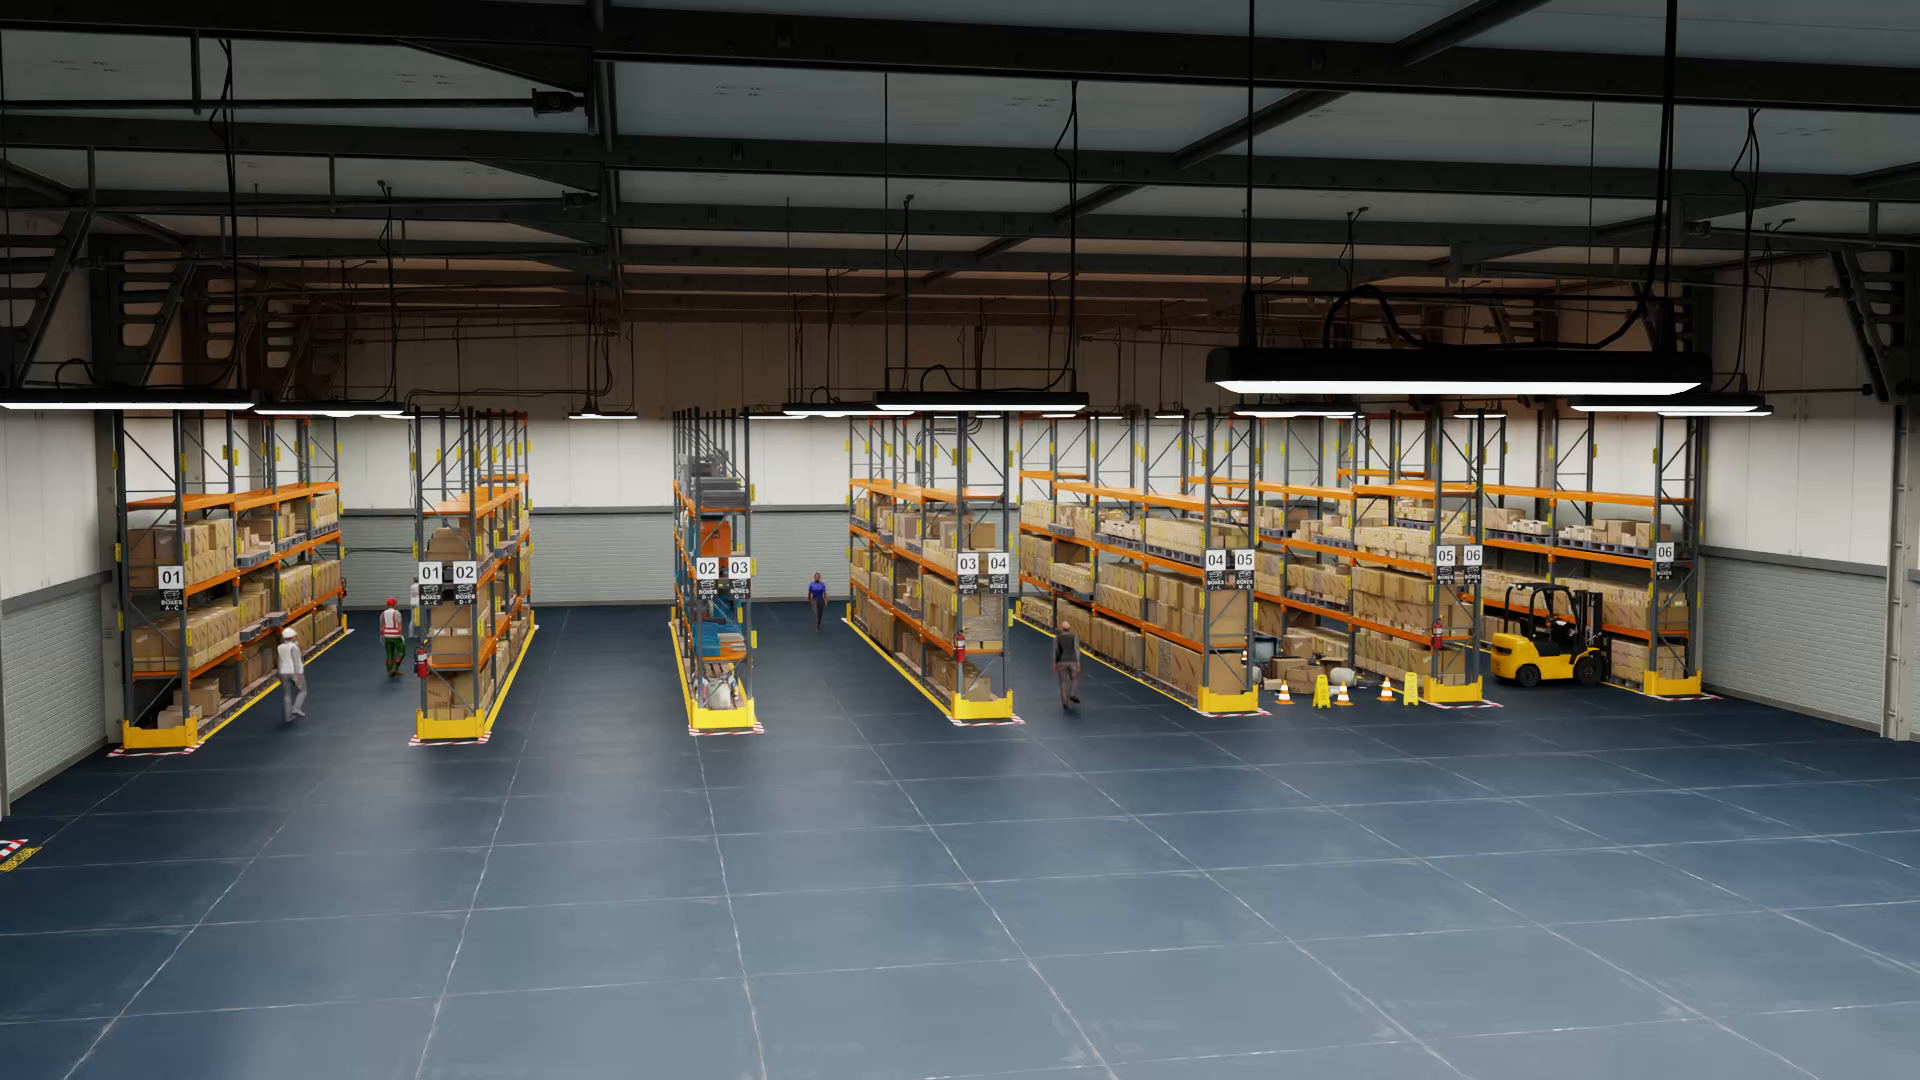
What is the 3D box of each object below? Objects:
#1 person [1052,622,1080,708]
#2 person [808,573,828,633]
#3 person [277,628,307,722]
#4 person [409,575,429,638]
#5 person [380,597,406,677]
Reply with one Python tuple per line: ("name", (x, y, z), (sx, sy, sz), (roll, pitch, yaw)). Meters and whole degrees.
("person", (2.125, 2.489, 33.324), (0.568, 1.706, 0.458), (0, 4, 1))
("person", (-3.868, 1.700, 45.203), (0.490, 1.580, 1.033), (-1, 4, -14))
("person", (-12.808, 2.569, 31.814), (0.567, 1.761, 0.465), (0, 4, 2))
("person", (-14.348, 1.765, 44.057), (0.519, 1.681, 0.615), (3, 5, 32))
("person", (-12.742, 2.186, 37.274), (0.598, 1.792, 0.503), (1, 4, 14))
